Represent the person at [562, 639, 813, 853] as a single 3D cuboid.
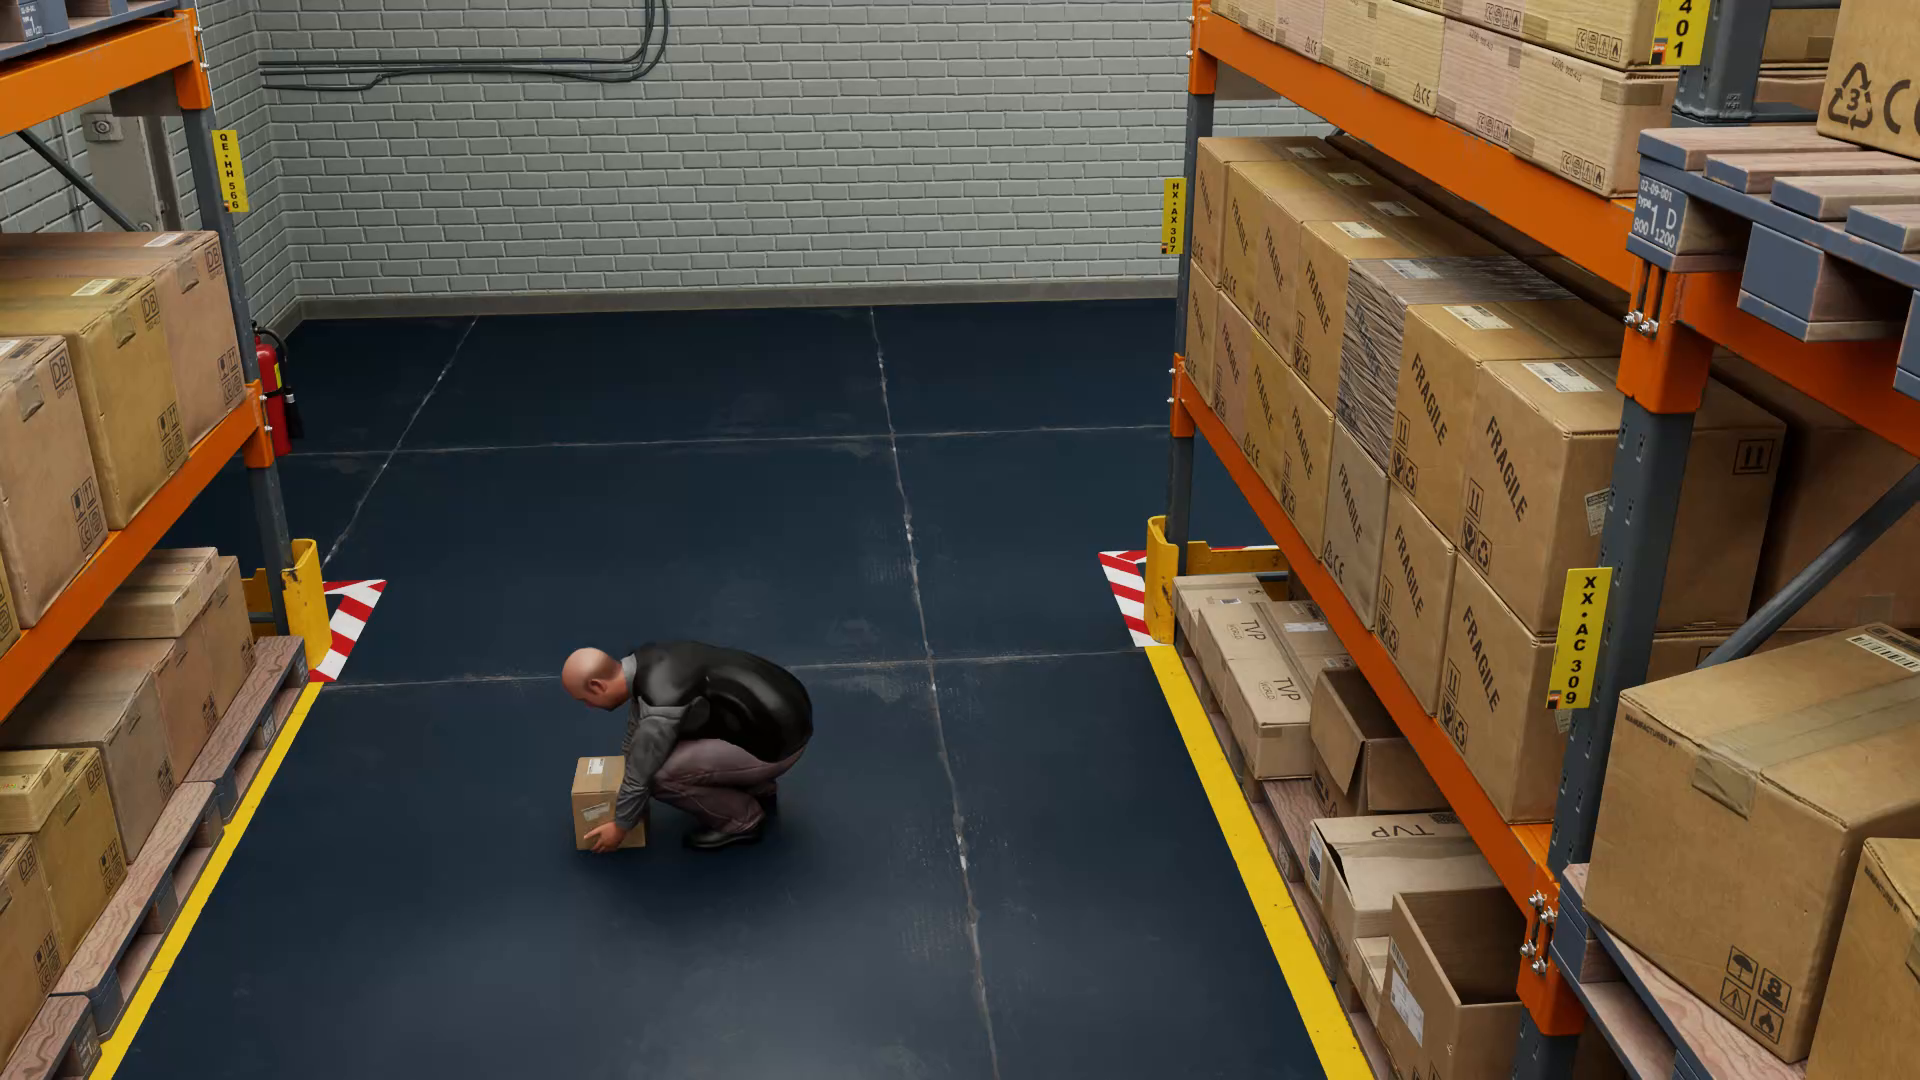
[{"bbox_3d":[-0.986,0.739,6.151,0.886,0.830,0.526,-2,24,-5],"label":"person"}]
